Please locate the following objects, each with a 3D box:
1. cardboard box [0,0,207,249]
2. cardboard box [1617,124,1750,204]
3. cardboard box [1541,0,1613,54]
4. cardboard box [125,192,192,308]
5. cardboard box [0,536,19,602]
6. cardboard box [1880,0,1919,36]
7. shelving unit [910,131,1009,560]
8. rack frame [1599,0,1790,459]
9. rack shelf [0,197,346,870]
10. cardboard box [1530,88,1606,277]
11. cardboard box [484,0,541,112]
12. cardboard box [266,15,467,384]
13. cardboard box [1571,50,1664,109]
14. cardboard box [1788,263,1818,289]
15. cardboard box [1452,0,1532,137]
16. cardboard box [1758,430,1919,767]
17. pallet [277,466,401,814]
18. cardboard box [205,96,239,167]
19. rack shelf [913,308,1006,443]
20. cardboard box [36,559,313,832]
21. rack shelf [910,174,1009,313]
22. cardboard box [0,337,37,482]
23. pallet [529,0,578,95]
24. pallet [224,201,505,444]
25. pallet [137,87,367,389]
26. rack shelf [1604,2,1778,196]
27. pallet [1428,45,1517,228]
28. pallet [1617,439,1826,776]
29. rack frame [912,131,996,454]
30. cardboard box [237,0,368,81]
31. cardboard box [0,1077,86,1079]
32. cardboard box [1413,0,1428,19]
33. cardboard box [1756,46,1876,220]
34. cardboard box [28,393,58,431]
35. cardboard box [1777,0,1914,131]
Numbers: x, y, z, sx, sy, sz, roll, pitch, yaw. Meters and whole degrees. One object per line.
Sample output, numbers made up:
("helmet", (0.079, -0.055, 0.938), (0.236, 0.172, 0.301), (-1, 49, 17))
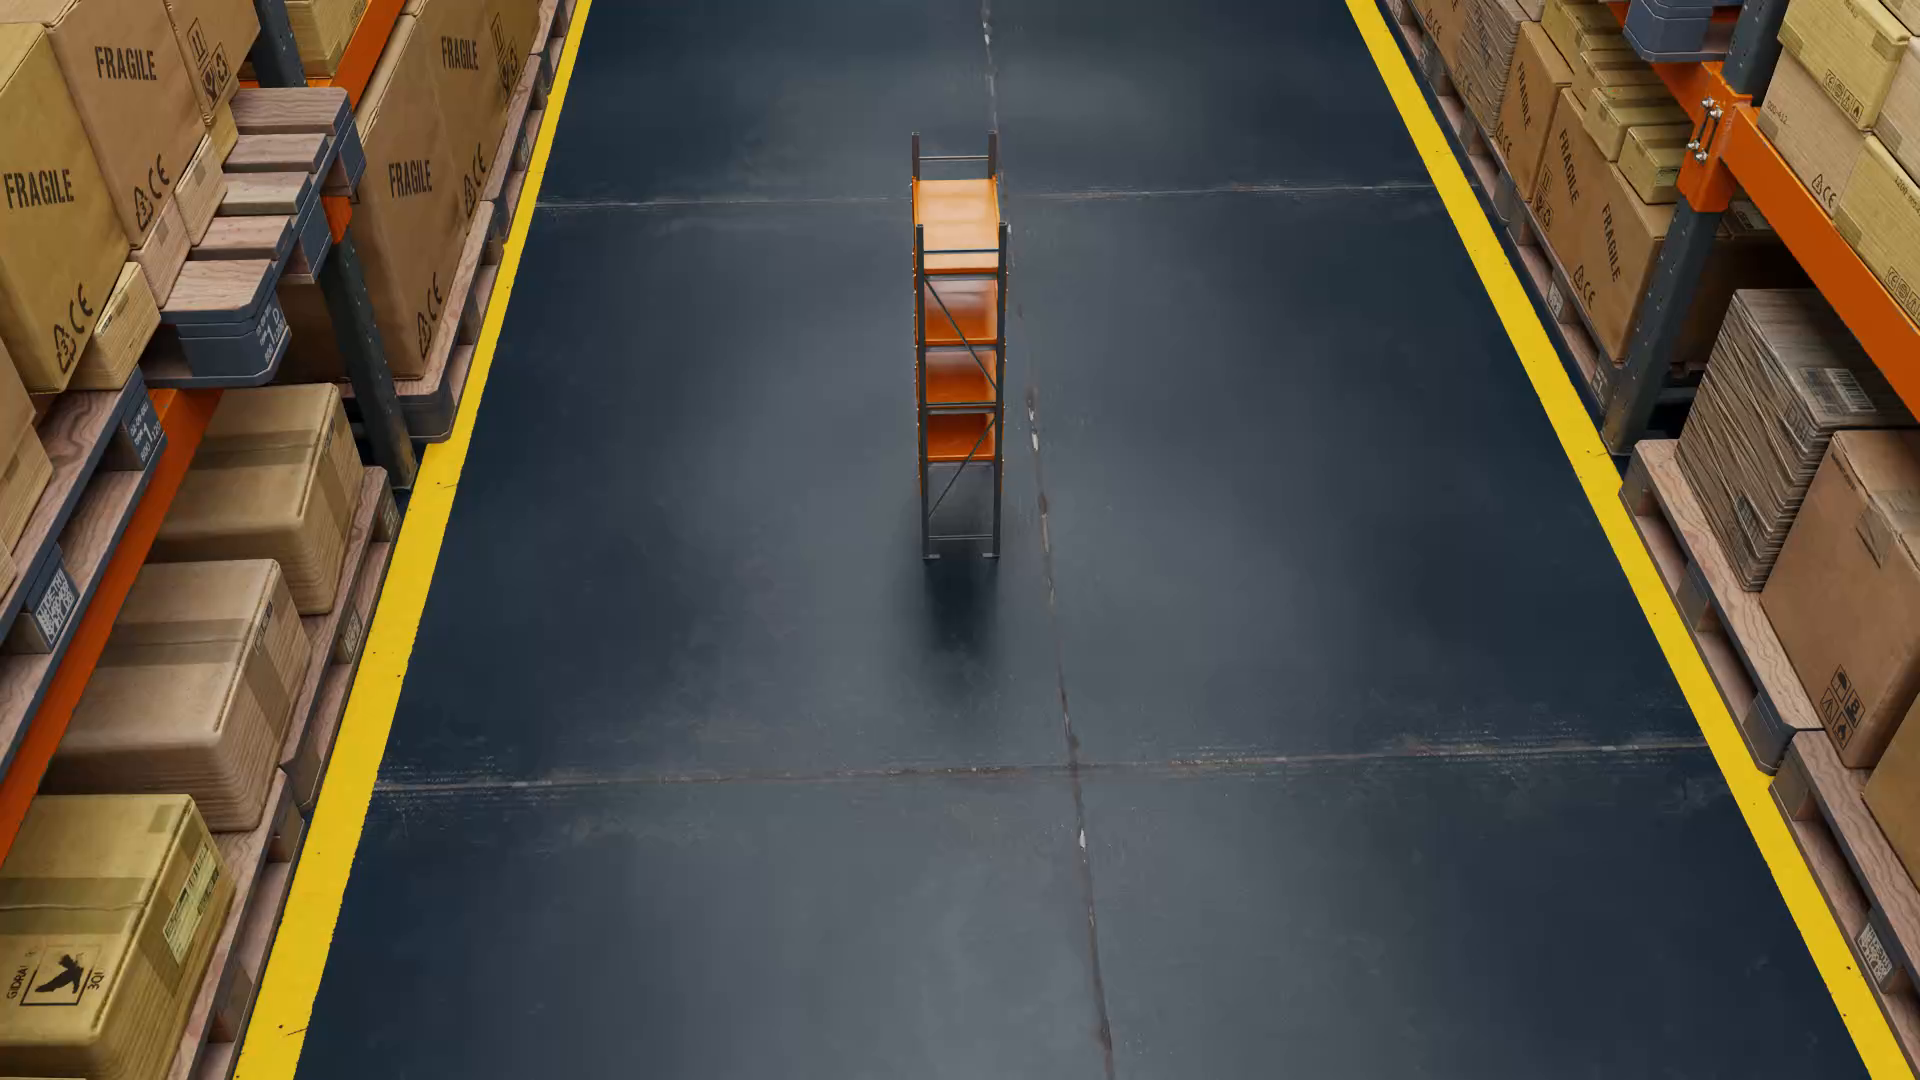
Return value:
("cardboard box", (-1.961, -0.943, 3.454), (0.500, 0.500, 0.500), (-2, 43, -2))
("cardboard box", (2.394, -1.233, 5.434), (0.380, 0.149, 0.250), (-4, 43, -4))
("cardboard box", (2.408, -1.943, 6.209), (0.380, 0.149, 0.250), (-2, 43, -2))
("cardboard box", (-1.900, -0.619, 3.581), (0.380, 0.149, 0.250), (-4, 43, -4))
("cardboard box", (-1.856, 0.086, 2.812), (0.380, 0.149, 0.250), (0, 43, 0))
("cardboard box", (2.400, -1.307, 3.902), (0.380, 0.149, 0.250), (-1, 43, -1))
("shelving unit", (-0.007, -0.554, 4.967), (0.258, 1.200, 0.503), (-2, 43, -2))
("rack frame", (2.668, -1.434, 4.595), (1.000, 3.000, 0.127), (-2, 43, -2))
("rack shelf", (-2.206, 0.326, 3.207), (1.077, 0.370, 4.000), (-2, 43, -2))
("cardboard box", (2.425, -1.285, 5.971), (0.500, 0.500, 0.500), (-2, 43, -2))
("cardboard box", (-2.308, -2.336, 6.840), (0.875, 0.875, 0.875), (-1, 43, -1))
("cardboard box", (-2.237, -1.130, 5.524), (0.875, 0.875, 0.875), (-2, 43, -2))
("cardboard box", (2.385, -1.595, 5.830), (0.380, 0.149, 0.250), (-3, 43, -3))
("cardboard box", (2.930, -0.960, 5.617), (0.500, 0.500, 0.500), (0, 43, 0))
("cardboard box", (2.359, -1.989, 6.739), (0.500, 0.500, 0.500), (-3, 43, -3))
("cardboard box", (2.717, 0.148, 4.315), (0.875, 0.625, 0.625), (0, 43, 0))
("pallet", (-2.259, 0.266, 4.804), (1.003, 0.211, 1.213), (-2, 43, -2))
("cardboard box", (-1.958, -0.958, 3.951), (0.380, 0.149, 0.250), (-1, 43, -1))
("rack shelf", (-0.007, -0.504, 5.012), (0.258, 0.148, 0.480), (-2, 43, -2))
("cardboard box", (-2.237, 0.404, 4.223), (0.950, 0.372, 0.625), (-2, 43, -3))
("rack shelf", (-0.007, -0.844, 4.701), (0.258, 0.148, 0.480), (-2, 43, -2))
("cardboard box", (-1.916, -0.234, 2.680), (0.500, 0.500, 0.500), (-3, 43, -4))
("pallet", (-2.353, -2.443, 7.759), (1.003, 0.211, 1.213), (-2, 43, -2))
("pallet", (-2.249, -0.796, 5.962), (1.003, 0.211, 1.213), (-2, 43, -2))
("pallet", (-2.154, -0.741, 3.980), (1.213, 0.211, 1.003), (-2, 43, -2))
("rack shelf", (2.583, -2.519, 6.311), (1.077, 0.370, 4.000), (-2, 43, -2))
("pallet", (2.625, -1.733, 6.985), (1.003, 0.211, 1.213), (-2, 43, -2))
("pallet", (2.664, 0.150, 4.930), (1.003, 0.211, 1.213), (-2, 43, -2))
("rack frame", (-0.017, -0.719, 5.146), (0.240, 1.200, 0.015), (-2, 43, -2))
("cardboard box", (-2.060, -1.572, 4.856), (0.500, 0.250, 0.500), (-2, 43, -3))
("cardboard box", (-2.180, 1.385, 3.153), (0.950, 0.372, 0.625), (1, 43, 1))
("cardboard box", (2.327, -2.676, 7.489), (0.500, 0.500, 0.500), (-2, 43, -2))
("cardboard box", (2.443, -1.073, 4.311), (0.500, 0.250, 0.500), (-1, 43, -2))
("cardboard box", (-1.990, -0.261, 3.190), (0.380, 0.149, 0.250), (-1, 43, -1))
("cardboard box", (2.418, -1.256, 4.142), (0.500, 0.250, 0.500), (-2, 43, -2))
